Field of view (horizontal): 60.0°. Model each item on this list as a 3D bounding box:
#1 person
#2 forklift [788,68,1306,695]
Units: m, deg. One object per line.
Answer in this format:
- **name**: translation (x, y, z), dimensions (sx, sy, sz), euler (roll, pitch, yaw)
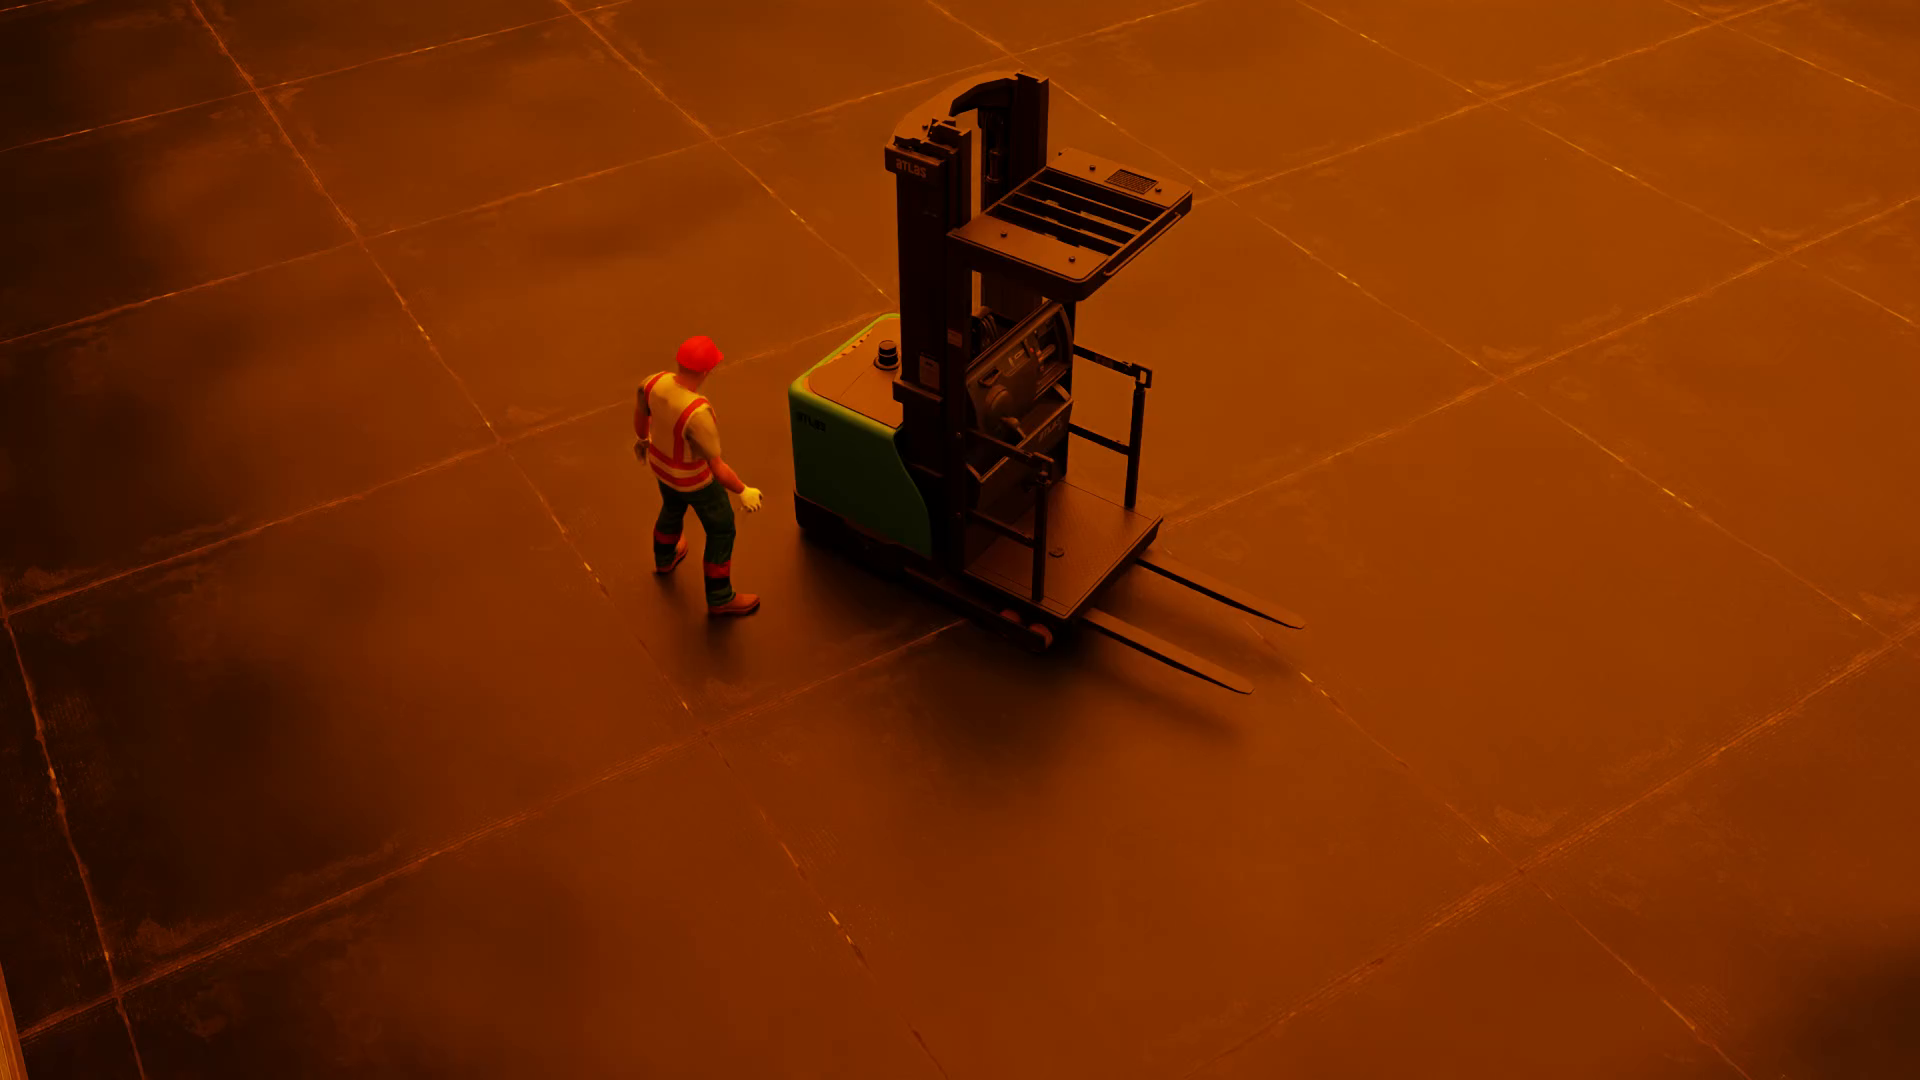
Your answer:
- **person**: translation (-1.469, -0.395, 9.220), dimensions (0.877, 1.752, 0.429), euler (33, 51, 32)
- **forklift**: translation (0.496, -0.872, 8.869), dimensions (3.031, 2.935, 1.130), euler (25, 47, 26)
